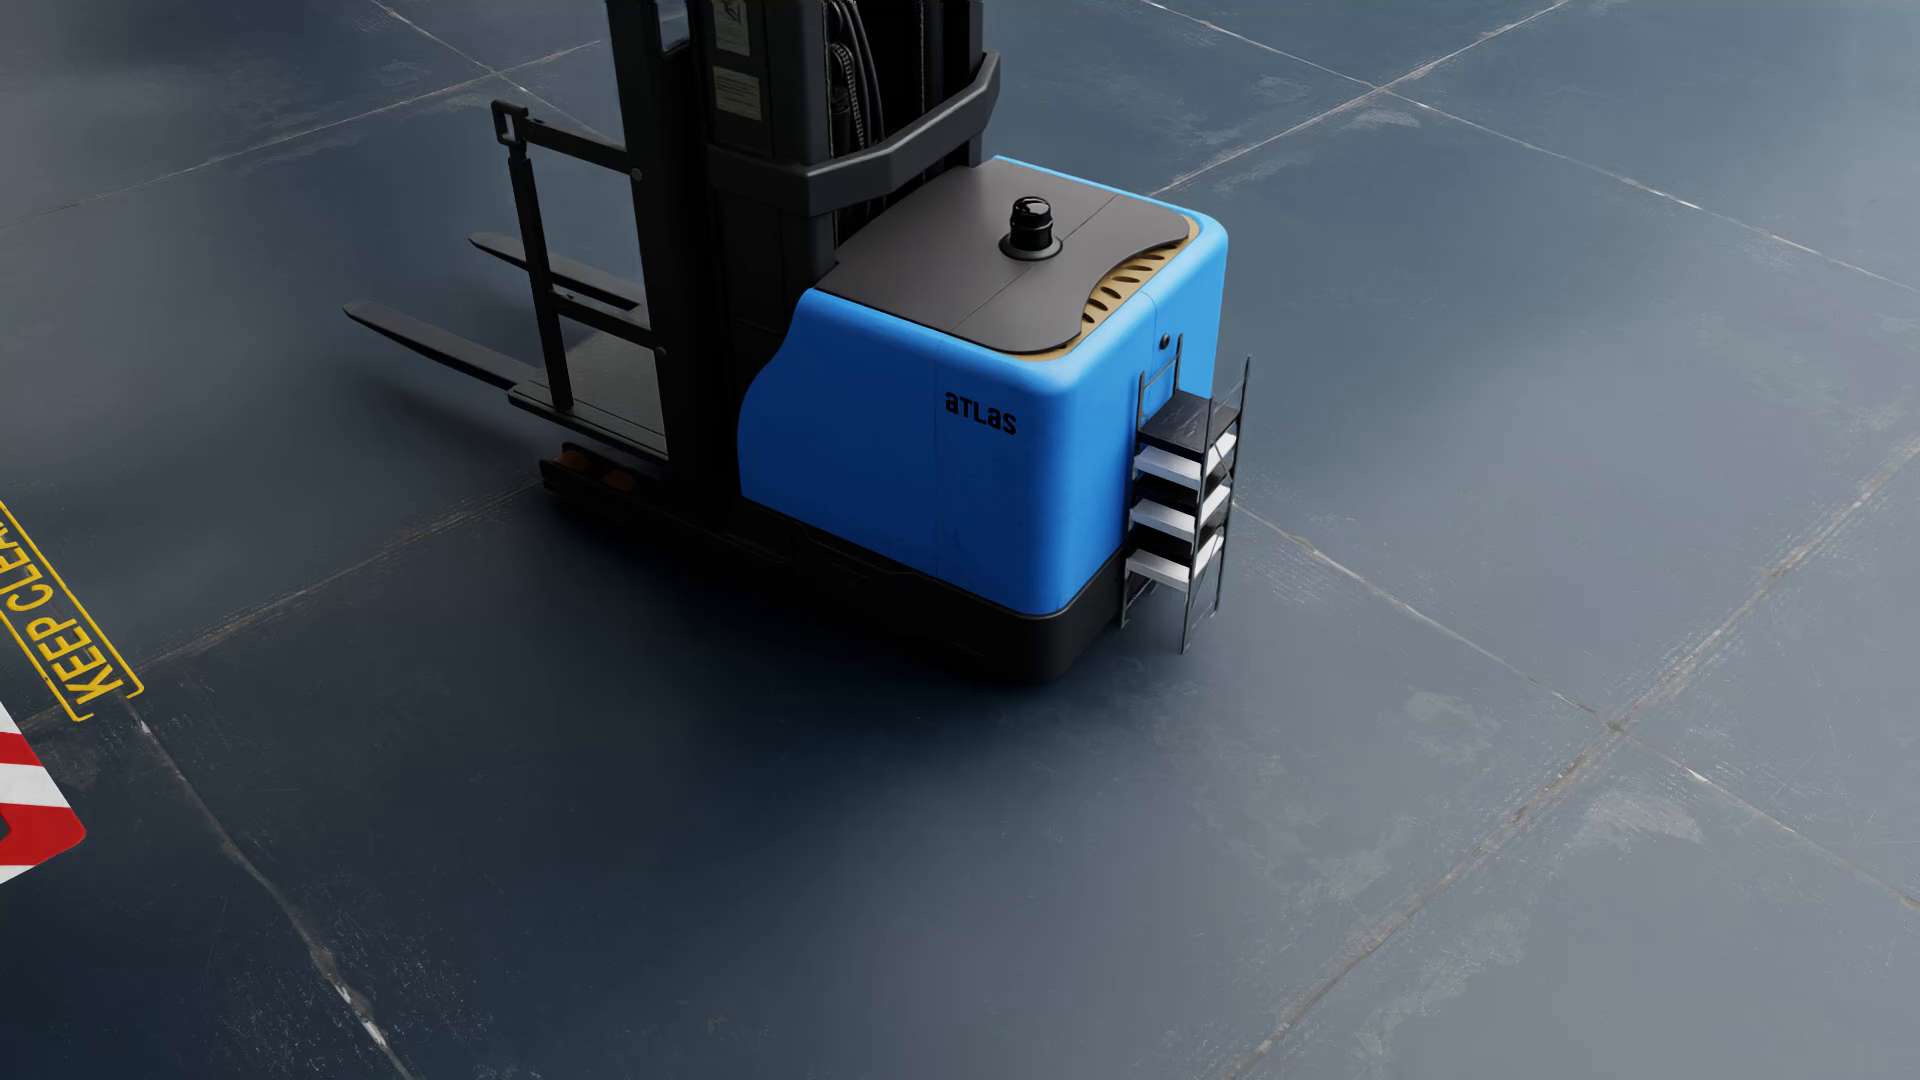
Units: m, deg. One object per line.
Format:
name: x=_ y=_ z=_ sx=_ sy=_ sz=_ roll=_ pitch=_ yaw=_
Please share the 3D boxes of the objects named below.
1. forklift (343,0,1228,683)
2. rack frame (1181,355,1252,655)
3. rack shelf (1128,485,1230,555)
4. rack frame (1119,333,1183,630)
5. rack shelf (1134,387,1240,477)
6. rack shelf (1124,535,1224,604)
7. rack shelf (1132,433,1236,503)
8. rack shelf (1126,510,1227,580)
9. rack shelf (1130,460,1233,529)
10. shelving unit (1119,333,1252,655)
forklift: x=-0.748 y=-1.452 z=4.715 sx=3.031 sy=2.935 sz=1.130 roll=22 pitch=44 yaw=25
rack frame: x=0.709 y=-0.079 z=4.631 sx=0.006 sy=0.900 sz=0.240 roll=22 pitch=44 yaw=25
rack shelf: x=0.624 y=-0.087 z=4.695 sx=0.200 sy=0.077 sz=0.258 roll=22 pitch=44 yaw=25
rack frame: x=0.539 y=-0.148 z=4.717 sx=0.006 sy=0.900 sz=0.240 roll=22 pitch=44 yaw=25
rack shelf: x=0.624 y=-0.298 z=4.526 sx=0.200 sy=0.077 sz=0.258 roll=22 pitch=44 yaw=25
rack shelf: x=0.624 y=0.053 z=4.808 sx=0.200 sy=0.077 sz=0.258 roll=22 pitch=44 yaw=25
rack shelf: x=0.624 y=-0.228 z=4.582 sx=0.200 sy=0.077 sz=0.258 roll=22 pitch=44 yaw=25
rack shelf: x=0.624 y=-0.017 z=4.752 sx=0.200 sy=0.077 sz=0.258 roll=22 pitch=44 yaw=25
rack shelf: x=0.624 y=-0.157 z=4.639 sx=0.200 sy=0.077 sz=0.258 roll=22 pitch=44 yaw=25
shelving unit: x=0.624 y=-0.113 z=4.674 sx=0.210 sy=0.900 sz=0.258 roll=22 pitch=44 yaw=25
